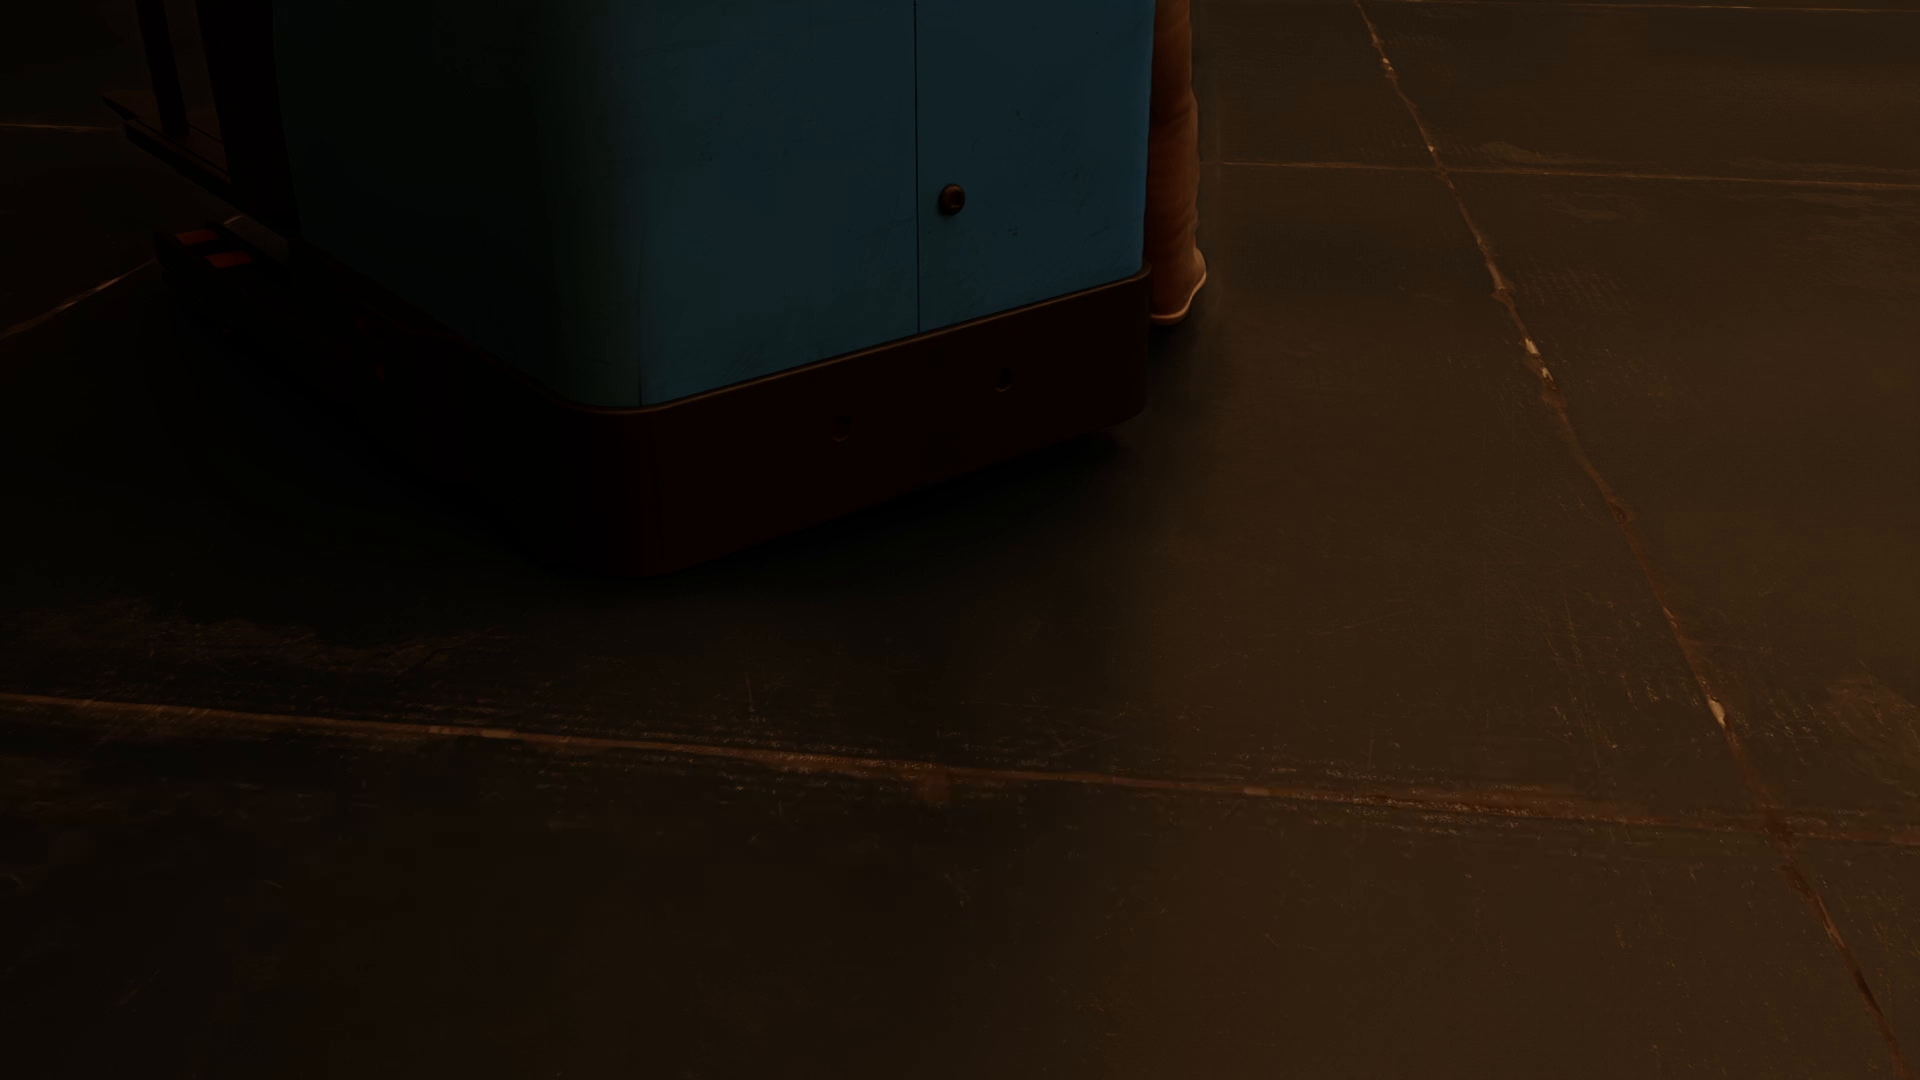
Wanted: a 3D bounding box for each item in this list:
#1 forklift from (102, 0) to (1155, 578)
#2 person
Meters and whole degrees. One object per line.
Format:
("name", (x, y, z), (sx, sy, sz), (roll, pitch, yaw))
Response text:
("forklift", (-1.011, -1.847, 2.919), (1.130, 2.935, 3.031), (-20, 33, -35))
("person", (0.117, -1.056, 2.874), (0.824, 1.532, 0.865), (1, 27, 1))
